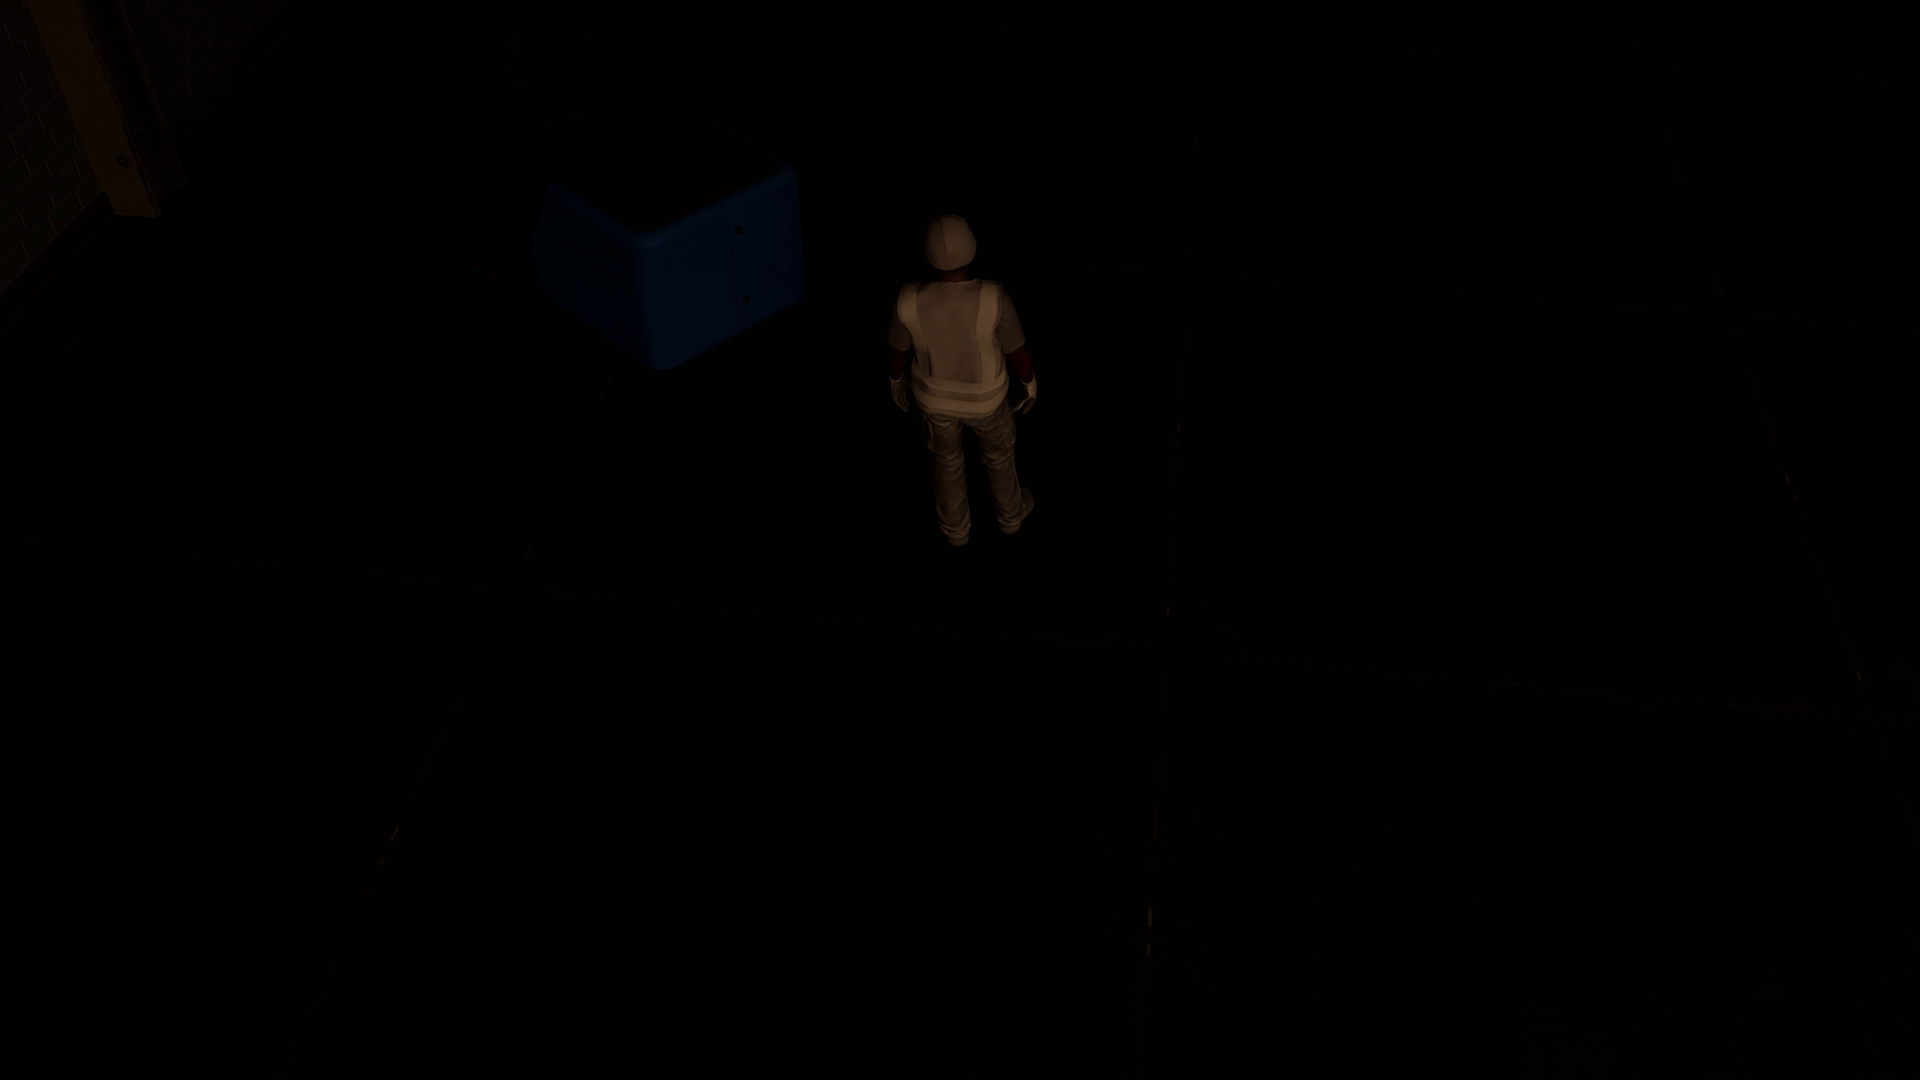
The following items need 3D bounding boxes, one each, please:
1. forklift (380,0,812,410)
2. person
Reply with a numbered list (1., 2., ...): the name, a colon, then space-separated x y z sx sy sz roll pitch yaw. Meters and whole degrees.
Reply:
1. forklift: -2.201 -2.637 8.595 3.031 2.935 1.130 34 52 31
2. person: 0.018 -0.709 7.334 0.656 1.781 0.577 5 43 6
